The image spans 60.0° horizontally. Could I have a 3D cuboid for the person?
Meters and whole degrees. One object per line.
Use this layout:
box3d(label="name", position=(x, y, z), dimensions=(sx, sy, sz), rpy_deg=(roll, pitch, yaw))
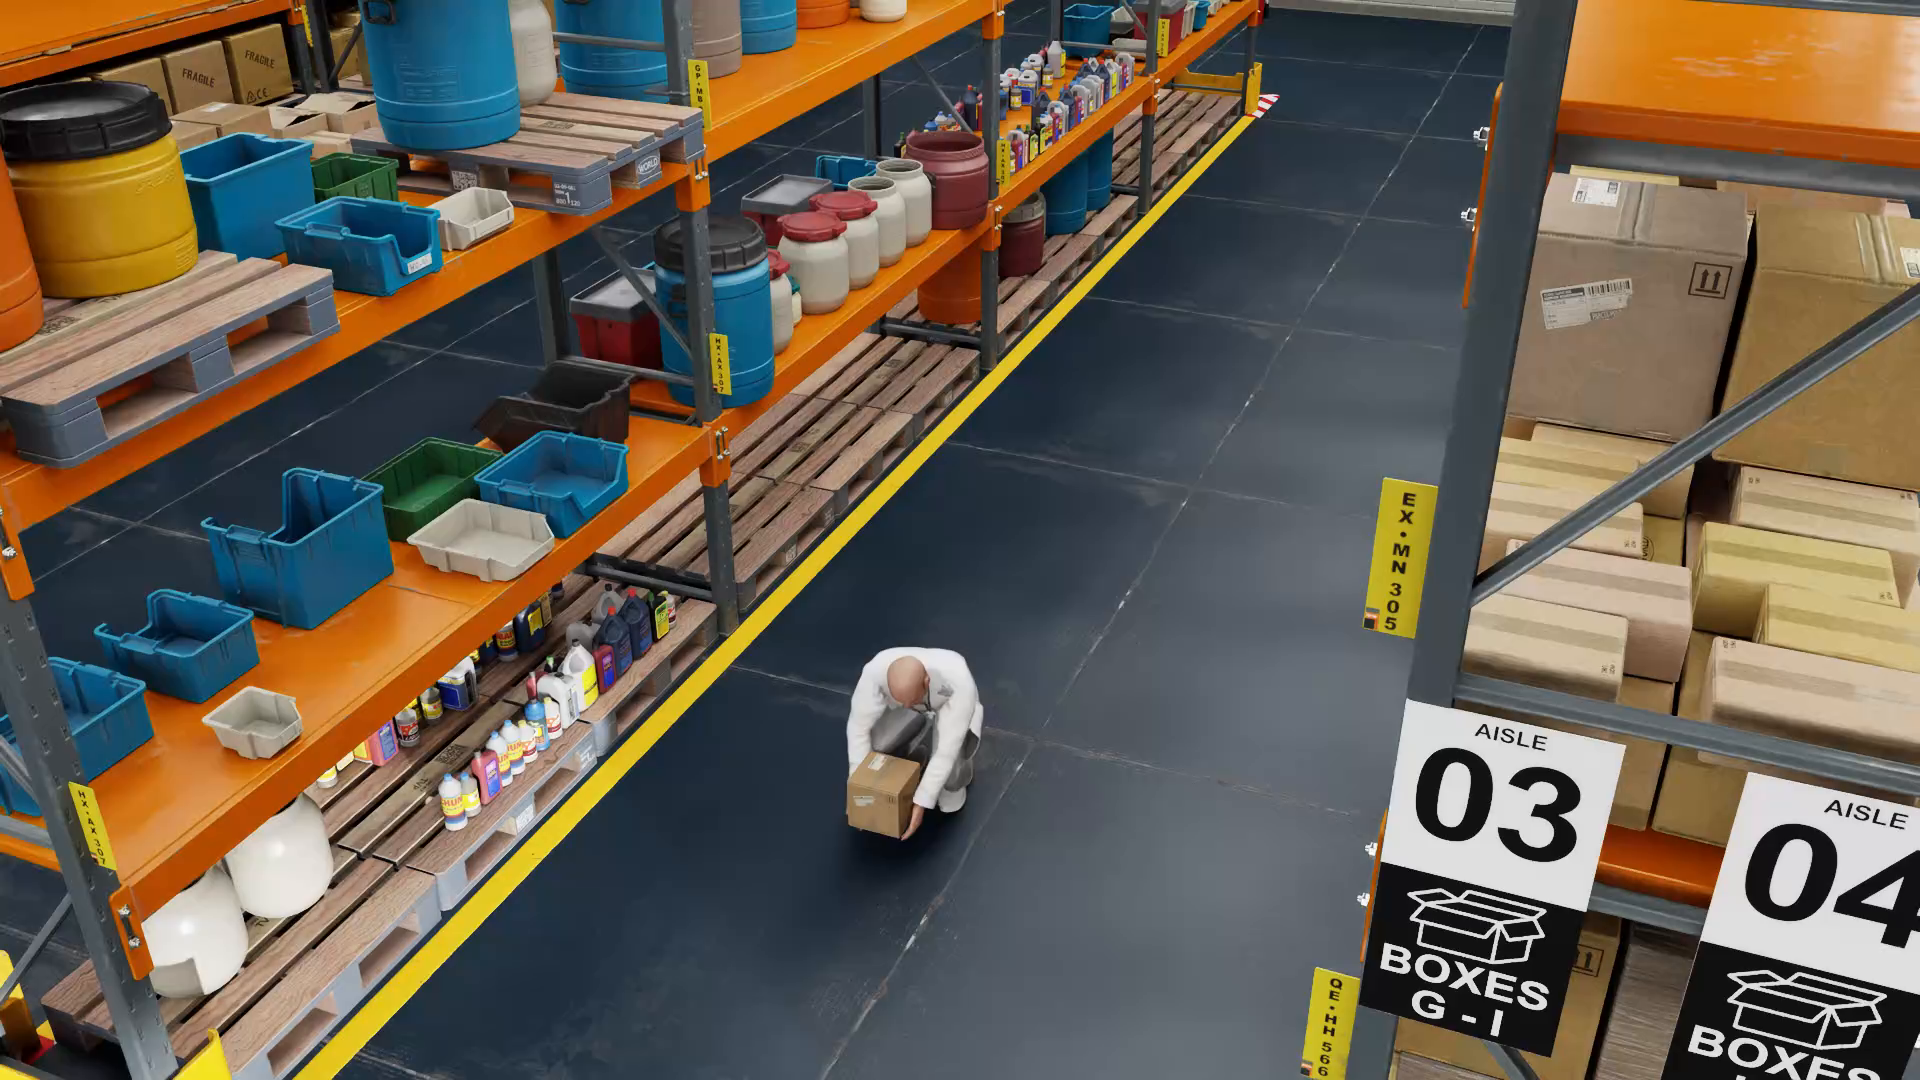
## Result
box3d(label="person", position=(-0.196, 0.848, 7.730), dimensions=(0.604, 0.978, 0.909), rpy_deg=(11, 31, 19))
